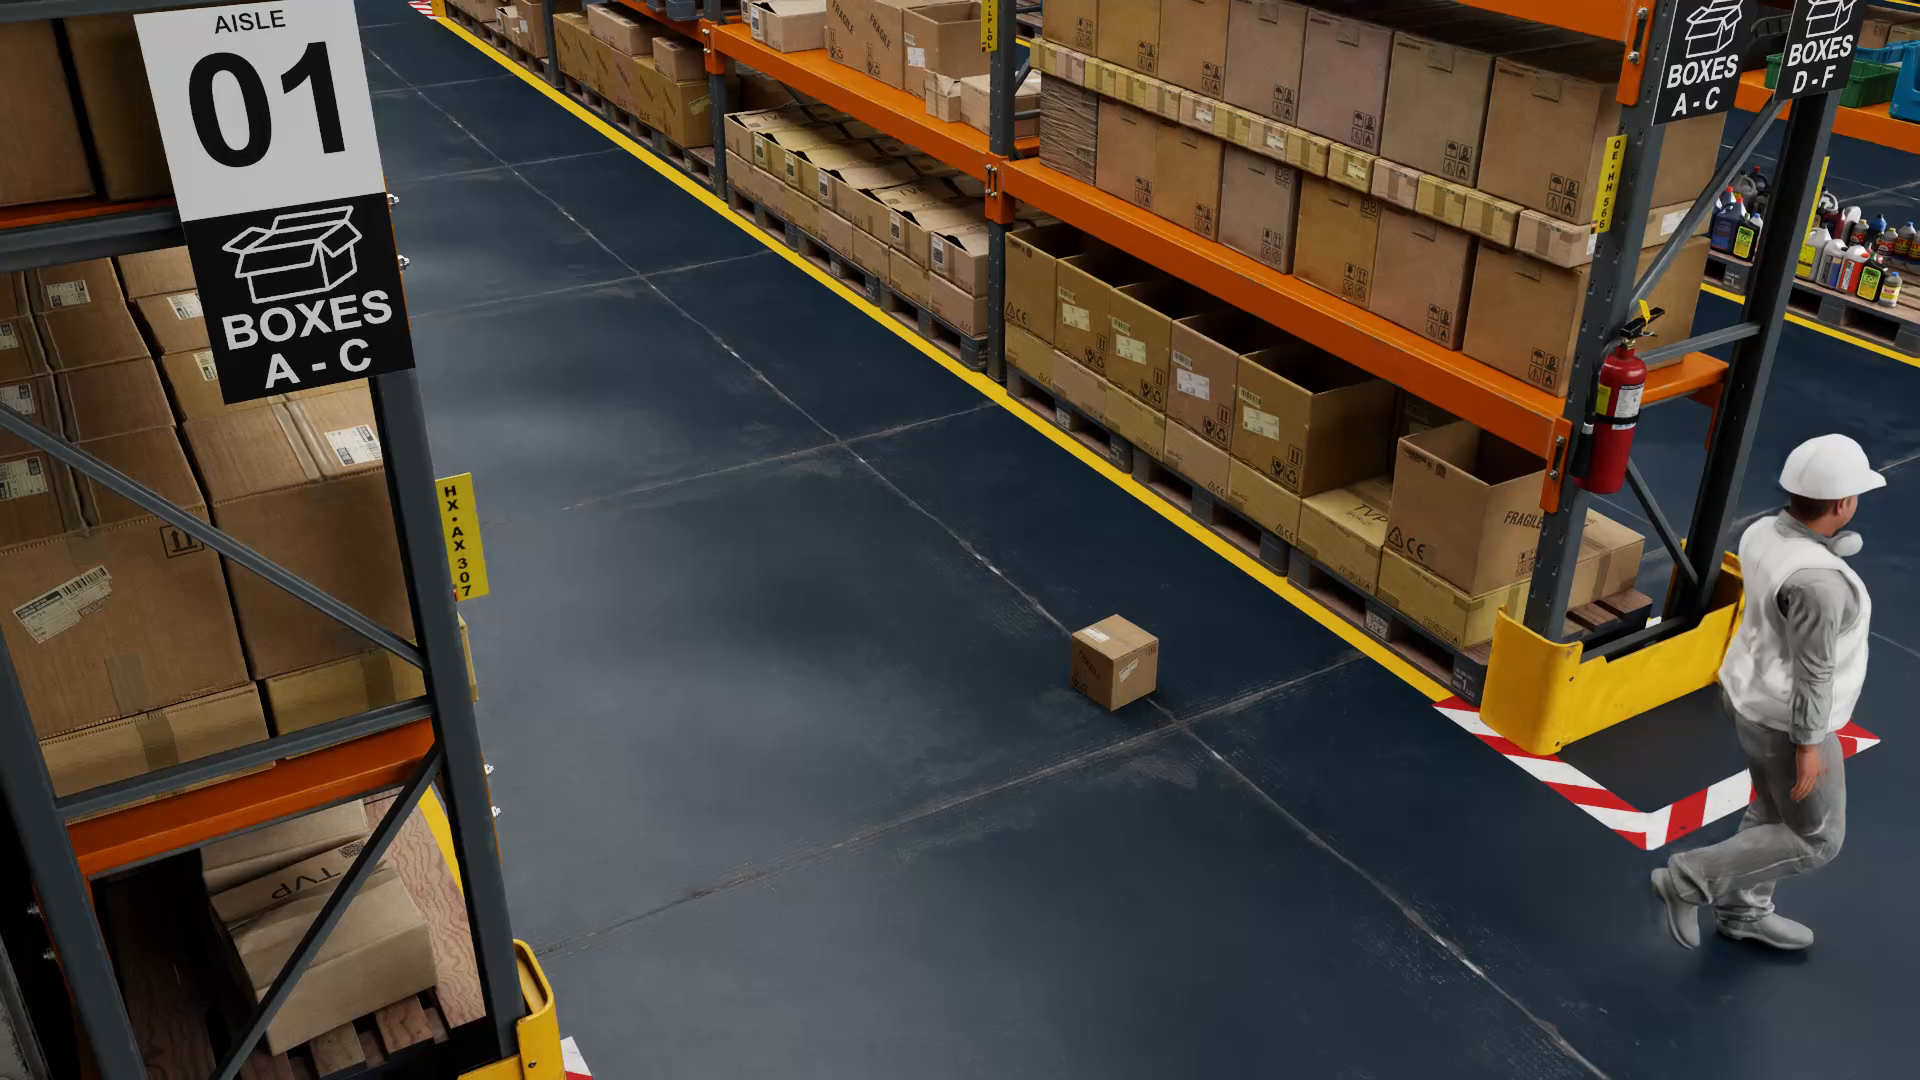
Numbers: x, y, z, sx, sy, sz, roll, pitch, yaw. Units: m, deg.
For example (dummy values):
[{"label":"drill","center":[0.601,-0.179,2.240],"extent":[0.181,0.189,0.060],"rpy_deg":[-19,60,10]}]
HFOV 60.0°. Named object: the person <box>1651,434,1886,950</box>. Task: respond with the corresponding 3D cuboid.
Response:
[{"label":"person","center":[2.528,0.510,5.144],"extent":[0.580,1.754,0.590],"rpy_deg":[5,29,8]}]
